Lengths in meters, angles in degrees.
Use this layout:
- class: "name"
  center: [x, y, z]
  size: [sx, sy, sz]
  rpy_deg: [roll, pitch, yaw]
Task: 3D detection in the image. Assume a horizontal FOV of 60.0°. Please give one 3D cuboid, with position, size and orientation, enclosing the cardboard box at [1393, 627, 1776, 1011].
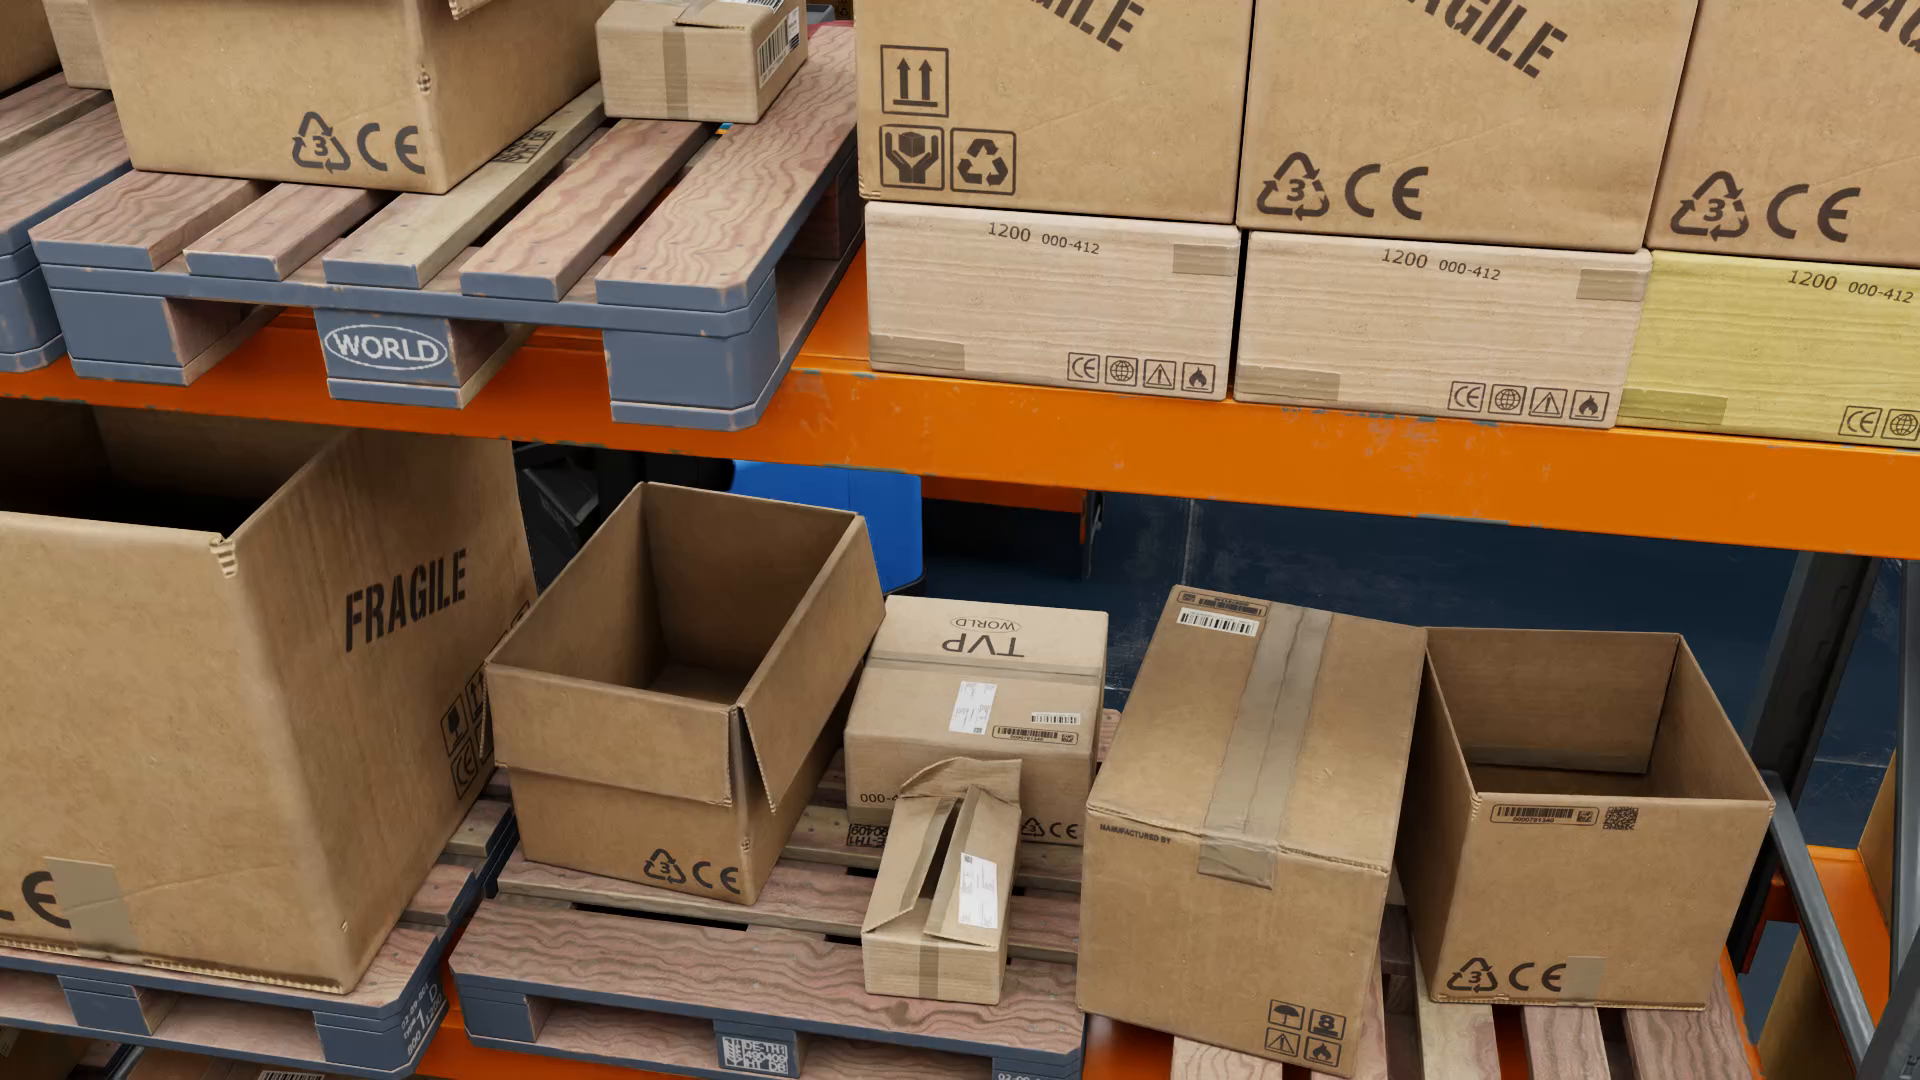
- class: "cardboard box"
  center: [1.122, 0.511, 3.116]
  size: [0.500, 0.500, 0.500]
  rpy_deg: [1, 32, 2]

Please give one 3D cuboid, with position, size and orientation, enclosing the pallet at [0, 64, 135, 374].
- class: "pallet"
  center: [-1.691, -0.679, 2.857]
  size: [1.003, 0.211, 1.213]
  rpy_deg: [5, 32, 8]

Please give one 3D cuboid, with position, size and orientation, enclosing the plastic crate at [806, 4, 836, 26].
- class: "plastic crate"
  center: [-0.920, -2.332, 8.089]
  size: [0.583, 0.464, 0.402]
  rpy_deg: [5, 32, 8]

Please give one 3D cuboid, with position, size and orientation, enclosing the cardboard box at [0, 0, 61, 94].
- class: "cardboard box"
  center: [-1.835, -0.997, 2.696]
  size: [0.637, 0.503, 0.797]
  rpy_deg: [4, 32, 6]

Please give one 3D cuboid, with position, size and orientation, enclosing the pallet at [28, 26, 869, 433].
- class: "pallet"
  center: [-0.668, -0.588, 2.712]
  size: [1.003, 0.211, 1.213]
  rpy_deg: [5, 32, 8]

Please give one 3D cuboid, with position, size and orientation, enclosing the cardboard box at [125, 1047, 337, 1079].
- class: "cardboard box"
  center: [-1.680, 1.341, 4.221]
  size: [0.500, 0.500, 0.700]
  rpy_deg: [3, 32, 4]

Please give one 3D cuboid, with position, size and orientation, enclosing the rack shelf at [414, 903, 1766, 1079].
- class: "rack shelf"
  center: [-0.310, 0.886, 3.686]
  size: [4.000, 0.370, 1.077]
  rpy_deg: [5, 32, 8]

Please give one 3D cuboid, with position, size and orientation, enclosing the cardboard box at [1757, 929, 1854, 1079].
- class: "cardboard box"
  center: [2.338, 1.554, 3.547]
  size: [0.875, 0.875, 1.225]
  rpy_deg: [4, 32, 6]

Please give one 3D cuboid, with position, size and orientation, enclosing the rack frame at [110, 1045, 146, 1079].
- class: "rack frame"
  center: [-2.282, 0.402, 3.780]
  size: [0.127, 3.000, 1.000]
  rpy_deg: [5, 32, 8]

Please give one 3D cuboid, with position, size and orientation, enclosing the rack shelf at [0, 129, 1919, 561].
- class: "rack shelf"
  center: [-0.310, -0.386, 2.890]
  size: [4.000, 0.370, 1.077]
  rpy_deg: [5, 32, 8]

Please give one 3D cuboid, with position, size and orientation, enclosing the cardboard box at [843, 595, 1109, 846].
- class: "cardboard box"
  center: [0.048, 0.375, 3.570]
  size: [0.500, 0.250, 0.500]
  rpy_deg: [4, 32, 7]

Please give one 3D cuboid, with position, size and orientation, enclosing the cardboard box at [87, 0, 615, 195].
- class: "cardboard box"
  center: [-0.906, -0.914, 2.562]
  size: [0.637, 0.503, 0.797]
  rpy_deg: [6, 33, 10]

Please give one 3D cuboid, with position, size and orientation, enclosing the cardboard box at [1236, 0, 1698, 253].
- class: "cardboard box"
  center: [0.641, -0.718, 2.178]
  size: [0.500, 0.500, 0.500]
  rpy_deg: [5, 32, 8]

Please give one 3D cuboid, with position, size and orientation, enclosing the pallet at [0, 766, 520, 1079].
- class: "pallet"
  center: [-1.553, 0.628, 3.601]
  size: [1.213, 0.211, 1.003]
  rpy_deg: [5, 32, 8]

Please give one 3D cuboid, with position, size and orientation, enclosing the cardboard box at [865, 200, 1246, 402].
- class: "cardboard box"
  center: [0.165, -0.446, 2.450]
  size: [0.500, 0.250, 0.500]
  rpy_deg: [6, 33, 10]

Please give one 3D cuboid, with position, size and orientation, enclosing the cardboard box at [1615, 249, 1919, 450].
- class: "cardboard box"
  center: [1.151, -0.363, 2.317]
  size: [0.500, 0.250, 0.500]
  rpy_deg: [5, 32, 8]

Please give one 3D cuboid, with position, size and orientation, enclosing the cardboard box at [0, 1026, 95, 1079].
- class: "cardboard box"
  center: [-2.670, 1.227, 4.423]
  size: [0.500, 0.500, 0.500]
  rpy_deg: [4, 32, 7]

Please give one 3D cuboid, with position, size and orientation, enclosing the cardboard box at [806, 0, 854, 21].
- class: "cardboard box"
  center: [-1.016, -4.314, 12.804]
  size: [0.500, 0.500, 0.500]
  rpy_deg: [5, 32, 8]

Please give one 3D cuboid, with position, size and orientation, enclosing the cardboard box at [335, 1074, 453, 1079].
- class: "cardboard box"
  center: [-1.213, 1.394, 4.138]
  size: [0.500, 0.500, 0.700]
  rpy_deg: [5, 32, 8]

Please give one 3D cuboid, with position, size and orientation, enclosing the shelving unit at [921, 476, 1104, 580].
- class: "shelving unit"
  center: [0.074, -0.495, 6.980]
  size: [1.048, 1.125, 0.538]
  rpy_deg: [6, 33, 10]

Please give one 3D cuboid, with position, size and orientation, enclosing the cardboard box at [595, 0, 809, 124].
- class: "cardboard box"
  center: [-0.417, -0.833, 2.751]
  size: [0.250, 0.166, 0.380]
  rpy_deg: [4, 32, 7]

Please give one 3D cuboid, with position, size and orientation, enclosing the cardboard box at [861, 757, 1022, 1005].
- class: "cardboard box"
  center: [-0.028, 0.630, 3.146]
  size: [0.258, 0.266, 0.396]
  rpy_deg: [4, 32, 7]

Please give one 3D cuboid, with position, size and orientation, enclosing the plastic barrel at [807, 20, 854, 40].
- class: "plastic barrel"
  center: [-0.542, -2.046, 7.563]
  size: [0.433, 0.535, 0.433]
  rpy_deg: [0, 32, 0]

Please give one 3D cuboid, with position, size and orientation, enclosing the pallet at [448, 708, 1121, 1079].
- class: "pallet"
  center: [-0.297, 0.685, 3.509]
  size: [1.213, 0.211, 1.003]
  rpy_deg: [5, 32, 8]

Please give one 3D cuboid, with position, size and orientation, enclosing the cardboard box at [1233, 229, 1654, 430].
- class: "cardboard box"
  center: [0.660, -0.400, 2.376]
  size: [0.500, 0.250, 0.500]
  rpy_deg: [5, 32, 8]

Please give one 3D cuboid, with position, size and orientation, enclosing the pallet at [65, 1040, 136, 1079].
- class: "pallet"
  center: [-2.950, 1.543, 4.587]
  size: [1.213, 0.211, 1.003]
  rpy_deg: [5, 32, 8]

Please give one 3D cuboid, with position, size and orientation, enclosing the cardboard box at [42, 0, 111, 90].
- class: "cardboard box"
  center: [-1.338, -0.959, 2.858]
  size: [0.258, 0.266, 0.396]
  rpy_deg: [6, 33, 10]

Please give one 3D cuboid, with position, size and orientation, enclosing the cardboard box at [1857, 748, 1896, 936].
- class: "cardboard box"
  center: [2.189, 0.631, 3.320]
  size: [0.500, 0.500, 0.500]
  rpy_deg: [6, 33, 10]

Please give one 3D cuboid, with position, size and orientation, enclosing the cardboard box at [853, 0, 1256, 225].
- class: "cardboard box"
  center: [0.156, -0.771, 2.262]
  size: [0.500, 0.500, 0.500]
  rpy_deg: [6, 32, 9]

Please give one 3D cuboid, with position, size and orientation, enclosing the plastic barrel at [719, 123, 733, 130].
- class: "plastic barrel"
  center: [-1.119, -2.208, 7.478]
  size: [0.708, 0.901, 0.600]
  rpy_deg: [5, 32, 8]

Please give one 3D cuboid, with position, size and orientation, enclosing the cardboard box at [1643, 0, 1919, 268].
- class: "cardboard box"
  center: [1.149, -0.678, 2.114]
  size: [0.500, 0.500, 0.500]
  rpy_deg: [6, 33, 9]

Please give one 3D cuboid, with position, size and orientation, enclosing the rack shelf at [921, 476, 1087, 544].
- class: "rack shelf"
  center: [0.074, -0.287, 7.110]
  size: [1.000, 0.278, 0.538]
  rpy_deg: [6, 33, 10]

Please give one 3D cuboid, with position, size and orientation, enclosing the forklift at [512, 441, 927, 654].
- class: "forklift"
  center: [-1.636, -0.617, 5.474]
  size: [3.031, 2.935, 1.130]
  rpy_deg: [-20, 37, -29]

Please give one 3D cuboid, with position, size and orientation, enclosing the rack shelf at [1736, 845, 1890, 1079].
- class: "rack shelf"
  center: [3.633, 1.243, 3.116]
  size: [4.000, 0.370, 1.077]
  rpy_deg: [5, 32, 8]

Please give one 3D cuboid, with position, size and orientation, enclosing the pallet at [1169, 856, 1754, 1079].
- class: "pallet"
  center: [0.941, 0.833, 3.274]
  size: [1.003, 0.211, 1.213]
  rpy_deg: [5, 32, 8]

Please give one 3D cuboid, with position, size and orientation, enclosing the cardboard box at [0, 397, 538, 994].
- class: "cardboard box"
  center: [-1.522, 0.114, 3.280]
  size: [1.000, 1.000, 1.000]
  rpy_deg: [5, 32, 9]

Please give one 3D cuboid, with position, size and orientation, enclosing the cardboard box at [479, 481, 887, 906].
- class: "cardboard box"
  center: [-0.558, 0.287, 3.472]
  size: [0.637, 0.503, 0.797]
  rpy_deg: [8, 33, 13]

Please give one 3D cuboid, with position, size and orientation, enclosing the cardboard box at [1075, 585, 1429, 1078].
- class: "cardboard box"
  center: [0.555, 0.514, 3.112]
  size: [0.500, 0.500, 0.700]
  rpy_deg: [10, 33, 15]

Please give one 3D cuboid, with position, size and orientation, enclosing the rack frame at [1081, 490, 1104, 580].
- class: "rack frame"
  center: [0.573, -0.442, 6.896]
  size: [0.032, 1.125, 0.500]
  rpy_deg: [6, 33, 10]
